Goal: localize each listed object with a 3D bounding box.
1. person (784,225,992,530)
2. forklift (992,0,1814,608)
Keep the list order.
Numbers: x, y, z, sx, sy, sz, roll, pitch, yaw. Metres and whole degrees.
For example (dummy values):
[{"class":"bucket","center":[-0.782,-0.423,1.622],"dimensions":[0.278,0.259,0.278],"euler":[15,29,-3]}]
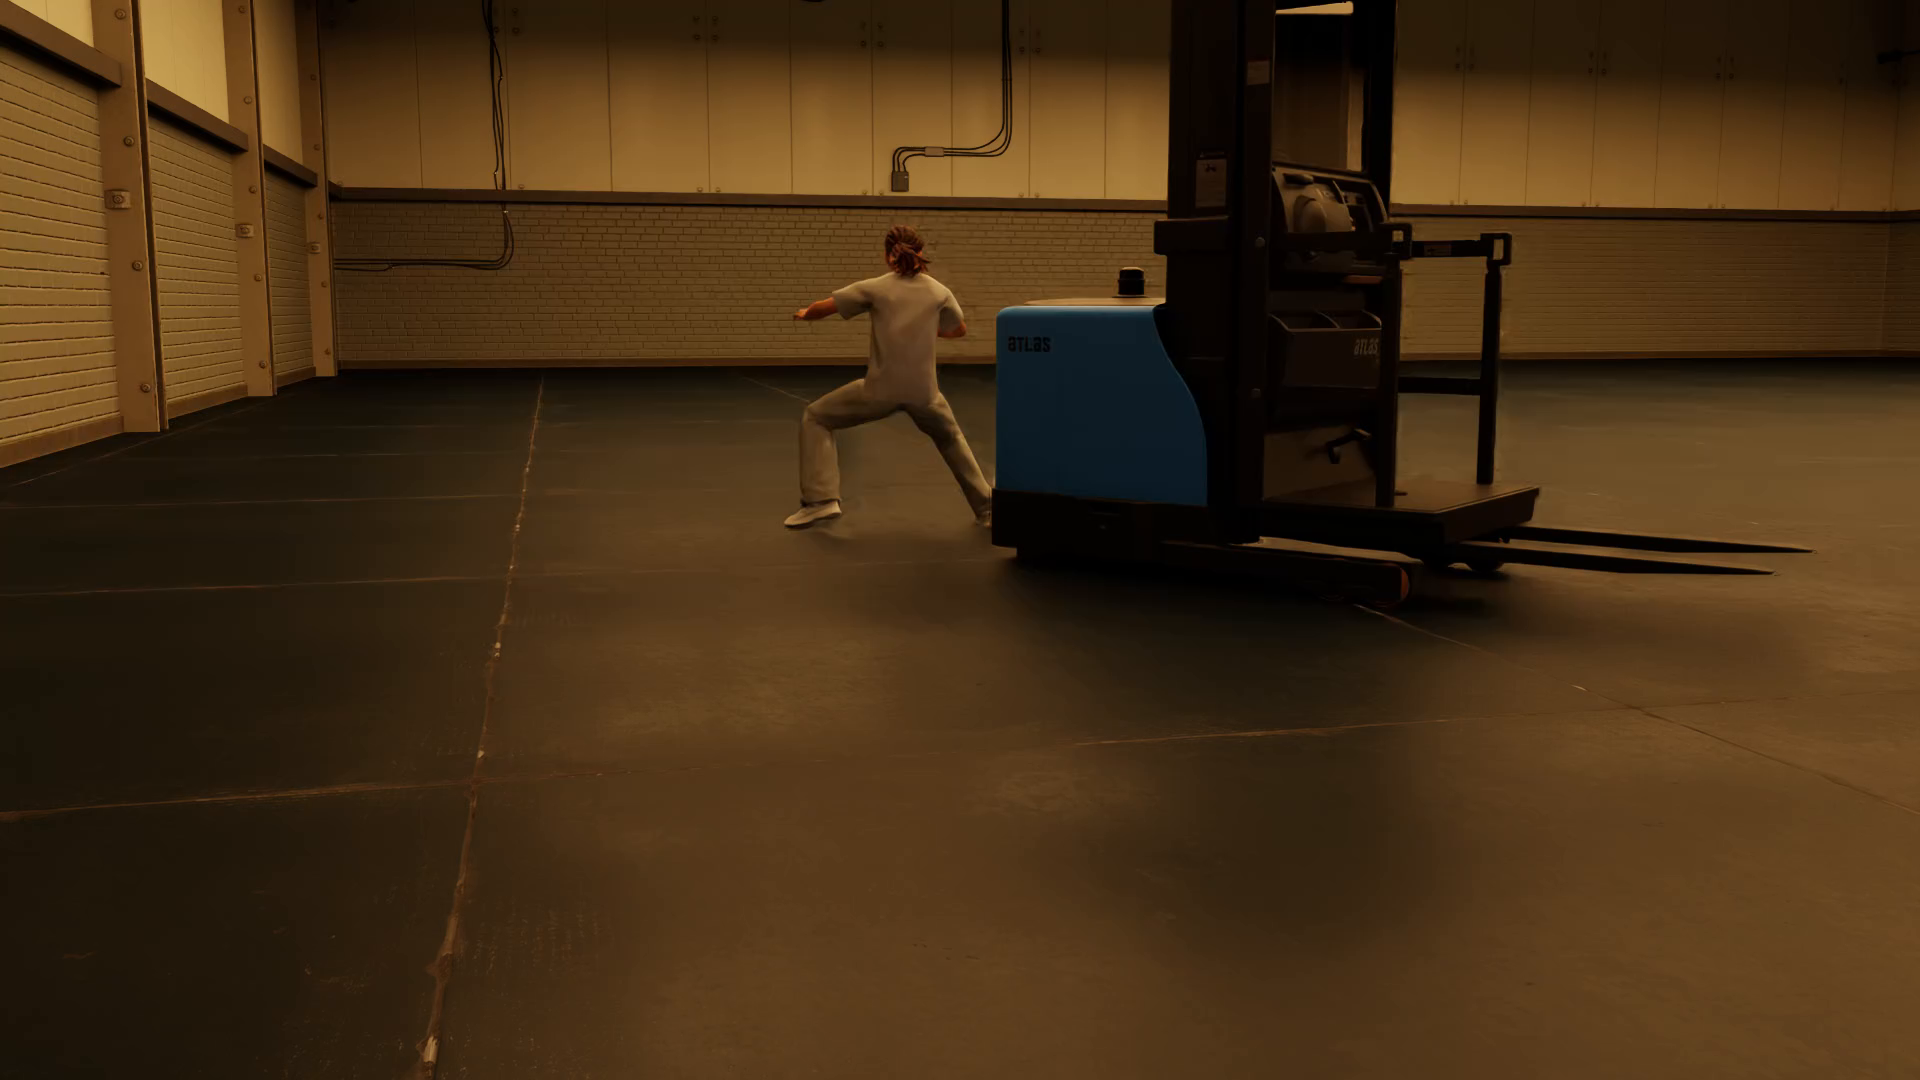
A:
[{"class":"person","center":[-0.319,-0.764,7.935],"dimensions":[1.068,1.449,0.649],"euler":[-1,8,-10]},{"class":"forklift","center":[1.613,-1.290,6.352],"dimensions":[3.031,2.935,1.130],"euler":[6,10,37]}]
